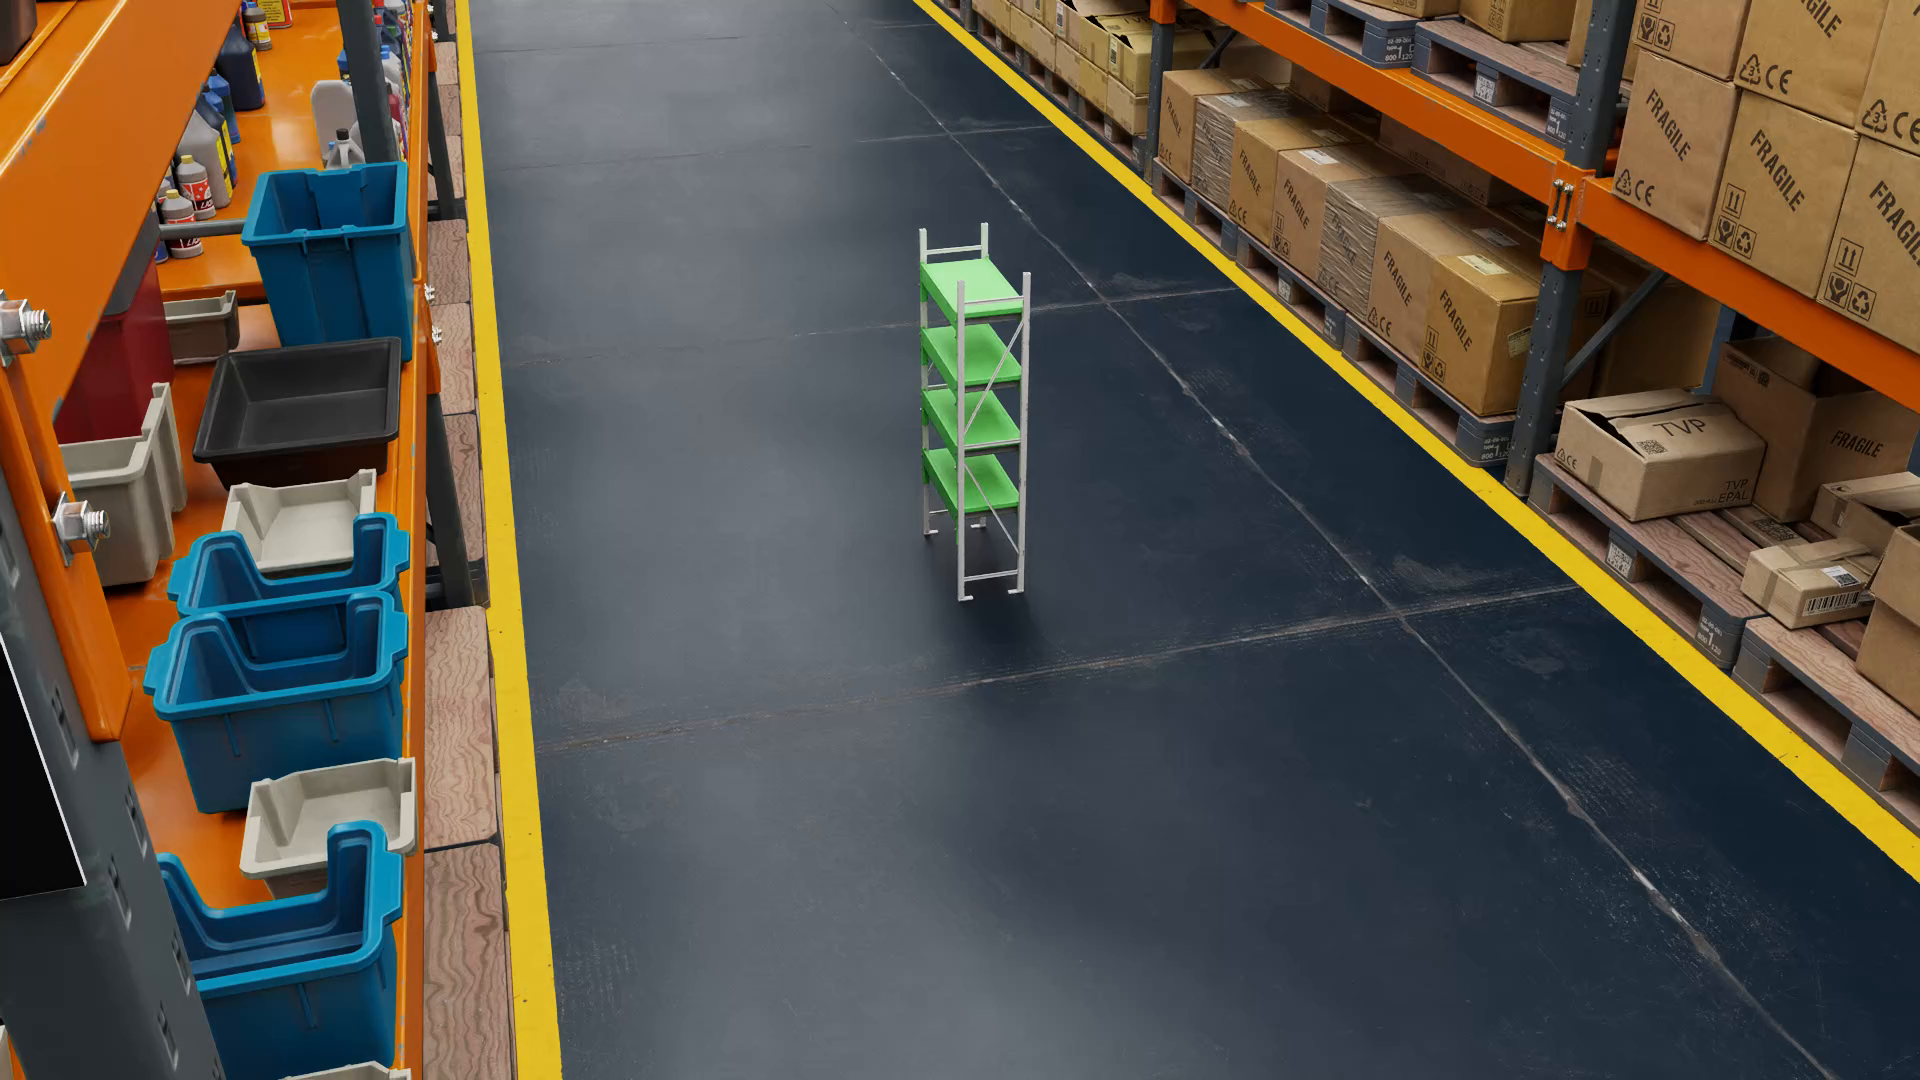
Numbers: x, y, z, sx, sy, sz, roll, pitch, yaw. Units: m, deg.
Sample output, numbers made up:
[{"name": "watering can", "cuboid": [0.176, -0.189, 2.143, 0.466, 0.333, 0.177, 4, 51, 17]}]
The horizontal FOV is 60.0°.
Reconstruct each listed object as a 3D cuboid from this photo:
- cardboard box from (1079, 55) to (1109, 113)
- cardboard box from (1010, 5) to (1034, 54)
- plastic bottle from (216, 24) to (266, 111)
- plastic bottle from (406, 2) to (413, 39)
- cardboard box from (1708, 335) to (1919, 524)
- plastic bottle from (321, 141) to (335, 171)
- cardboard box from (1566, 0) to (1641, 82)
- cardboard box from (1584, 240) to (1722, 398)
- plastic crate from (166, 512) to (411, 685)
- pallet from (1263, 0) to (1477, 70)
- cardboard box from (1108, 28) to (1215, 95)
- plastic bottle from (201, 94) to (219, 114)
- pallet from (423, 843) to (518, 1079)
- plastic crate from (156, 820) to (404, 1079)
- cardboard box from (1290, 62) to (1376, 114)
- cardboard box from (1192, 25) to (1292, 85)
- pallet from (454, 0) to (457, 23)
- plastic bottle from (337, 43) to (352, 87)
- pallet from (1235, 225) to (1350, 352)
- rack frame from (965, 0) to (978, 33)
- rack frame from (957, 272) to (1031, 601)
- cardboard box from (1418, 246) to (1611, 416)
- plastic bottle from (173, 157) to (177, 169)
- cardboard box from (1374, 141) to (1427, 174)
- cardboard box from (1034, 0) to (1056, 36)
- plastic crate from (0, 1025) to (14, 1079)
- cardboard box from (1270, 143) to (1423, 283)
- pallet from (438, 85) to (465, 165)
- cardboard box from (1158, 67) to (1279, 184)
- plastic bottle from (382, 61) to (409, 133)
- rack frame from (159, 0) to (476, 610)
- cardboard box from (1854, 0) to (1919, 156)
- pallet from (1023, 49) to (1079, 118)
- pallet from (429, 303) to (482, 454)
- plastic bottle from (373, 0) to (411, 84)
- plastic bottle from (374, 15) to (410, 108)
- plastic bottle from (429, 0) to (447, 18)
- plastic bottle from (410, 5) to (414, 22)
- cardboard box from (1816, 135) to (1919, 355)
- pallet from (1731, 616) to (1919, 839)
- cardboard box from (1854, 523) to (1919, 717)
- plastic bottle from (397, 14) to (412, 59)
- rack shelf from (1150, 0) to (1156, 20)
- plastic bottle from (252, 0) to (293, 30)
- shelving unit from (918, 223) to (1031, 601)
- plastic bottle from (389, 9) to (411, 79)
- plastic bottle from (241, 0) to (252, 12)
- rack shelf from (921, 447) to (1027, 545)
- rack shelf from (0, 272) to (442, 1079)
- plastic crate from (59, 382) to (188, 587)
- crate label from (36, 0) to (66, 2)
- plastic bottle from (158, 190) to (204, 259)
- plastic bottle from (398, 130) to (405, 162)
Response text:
[{"name": "cardboard box", "cuboid": [1.083, -2.947, 10.672, 0.500, 0.250, 0.500, -8, 31, -14]}, {"name": "cardboard box", "cuboid": [0.679, -3.684, 11.946, 0.500, 0.250, 0.500, -9, 31, -15]}, {"name": "plastic bottle", "cuboid": [-2.858, -1.892, 6.574, 0.144, 0.351, 0.185, -8, 31, -13]}, {"name": "plastic bottle", "cuboid": [-2.560, -2.387, 7.577, 0.097, 0.201, 0.097, 0, 30, 0]}, {"name": "cardboard box", "cuboid": [3.084, -0.424, 6.044, 0.500, 0.500, 0.500, -8, 31, -13]}, {"name": "plastic bottle", "cuboid": [-2.085, -1.235, 5.588, 0.097, 0.201, 0.097, 0, 30, 0]}, {"name": "cardboard box", "cuboid": [2.750, -2.036, 6.255, 0.700, 0.500, 0.500, -19, 35, -30]}, {"name": "cardboard box", "cuboid": [2.766, -0.927, 6.914, 0.500, 0.500, 0.500, -9, 31, -16]}, {"name": "plastic crate", "cuboid": [-1.233, 0.138, 3.124, 0.416, 0.233, 0.300, -8, 31, -13]}, {"name": "pallet", "cuboid": [2.119, -2.463, 7.703, 1.003, 0.211, 1.213, -8, 31, -13]}, {"name": "cardboard box", "cuboid": [1.222, -2.939, 10.100, 0.500, 0.311, 0.500, -7, 31, -12]}, {"name": "plastic bottle", "cuboid": [-2.649, -1.433, 5.860, 0.097, 0.271, 0.097, 0, 30, 0]}, {"name": "pallet", "cuboid": [-1.557, 1.251, 3.878, 1.003, 0.211, 1.213, -8, 31, -13]}, {"name": "plastic crate", "cuboid": [-0.978, 0.601, 2.324, 0.416, 0.233, 0.300, -8, 31, -13]}, {"name": "cardboard box", "cuboid": [2.092, -2.471, 8.832, 0.500, 0.250, 0.500, -7, 31, -11]}, {"name": "cardboard box", "cuboid": [1.742, -3.011, 10.224, 0.500, 0.311, 0.500, -7, 31, -12]}, {"name": "pallet", "cuboid": [-4.706, -4.473, 13.768, 1.003, 0.211, 1.213, -8, 31, -13]}, {"name": "plastic bottle", "cuboid": [-2.375, -1.808, 6.508, 0.097, 0.271, 0.097, 0, 30, 0]}, {"name": "pallet", "cuboid": [2.080, -1.324, 8.327, 1.003, 0.211, 1.213, -8, 31, -13]}, {"name": "rack frame", "cuboid": [0.536, -5.417, 12.614, 1.000, 3.000, 0.127, -8, 31, -13]}, {"name": "rack frame", "cuboid": [0.109, -0.321, 5.608, 0.240, 1.200, 0.015, -8, 31, -13]}, {"name": "cardboard box", "cuboid": [2.252, -0.862, 6.800, 0.500, 0.500, 0.500, -8, 31, -14]}, {"name": "plastic bottle", "cuboid": [-2.676, -1.275, 5.508, 0.144, 0.351, 0.185, -8, 31, -13]}, {"name": "cardboard box", "cuboid": [2.355, -1.670, 8.197, 0.500, 0.500, 0.500, -9, 31, -15]}, {"name": "cardboard box", "cuboid": [0.815, -3.676, 11.373, 0.500, 0.311, 0.500, -7, 31, -12]}, {"name": "plastic crate", "cuboid": [-1.446, 0.754, 2.156, 0.396, 0.136, 0.243, -8, 31, -13]}, {"name": "cardboard box", "cuboid": [1.859, -1.589, 8.057, 0.500, 0.500, 0.500, -9, 31, -15]}, {"name": "pallet", "cuboid": [-3.667, -2.589, 10.511, 1.003, 0.211, 1.213, -8, 31, -13]}, {"name": "cardboard box", "cuboid": [1.443, -2.335, 9.347, 0.500, 0.500, 0.500, -7, 31, -11]}, {"name": "plastic bottle", "cuboid": [-2.180, -1.676, 6.275, 0.152, 0.276, 0.135, -8, 31, -13]}, {"name": "rack frame", "cuboid": [-2.117, -0.896, 4.804, 1.000, 3.000, 0.127, -8, 31, -13]}, {"name": "cardboard box", "cuboid": [2.787, -1.266, 4.346, 0.500, 0.500, 0.500, -9, 31, -15]}, {"name": "pallet", "cuboid": [1.097, -3.269, 11.687, 1.003, 0.211, 1.213, -8, 31, -13]}, {"name": "pallet", "cuboid": [-2.609, -0.658, 7.176, 1.003, 0.211, 1.213, -8, 31, -13]}, {"name": "plastic bottle", "cuboid": [-2.355, -2.034, 6.818, 0.144, 0.351, 0.185, -8, 31, -13]}, {"name": "plastic bottle", "cuboid": [-2.270, -1.880, 6.553, 0.144, 0.351, 0.185, -8, 31, -13]}, {"name": "plastic bottle", "cuboid": [-4.015, -4.136, 12.681, 0.152, 0.276, 0.135, -7, 31, -11]}, {"name": "plastic bottle", "cuboid": [-2.647, -2.545, 7.851, 0.097, 0.201, 0.097, 0, 30, 0]}, {"name": "cardboard box", "cuboid": [2.802, -0.825, 4.581, 0.500, 0.500, 0.500, -8, 31, -14]}, {"name": "pallet", "cuboid": [3.168, 0.576, 5.044, 1.003, 0.211, 1.213, -8, 31, -13]}, {"name": "cardboard box", "cuboid": [3.163, 0.244, 4.887, 0.797, 0.503, 0.637, -8, 31, -13]}, {"name": "plastic bottle", "cuboid": [-2.457, -2.199, 7.253, 0.097, 0.201, 0.097, 0, 30, 0]}, {"name": "rack shelf", "cuboid": [1.067, -4.139, 11.125, 1.077, 0.370, 4.000, -8, 31, -13]}, {"name": "plastic bottle", "cuboid": [-3.229, -2.543, 7.772, 0.152, 0.276, 0.135, -8, 31, -13]}, {"name": "shelving unit", "cuboid": [0.044, -0.439, 5.811, 0.258, 1.200, 0.503, -8, 31, -13]}, {"name": "plastic bottle", "cuboid": [-2.357, -2.087, 6.977, 0.061, 0.283, 0.133, -8, 31, -13]}, {"name": "plastic bottle", "cuboid": [-3.376, -2.522, 7.737, 0.152, 0.276, 0.135, -8, 31, -13]}, {"name": "rack shelf", "cuboid": [0.044, -0.176, 5.964, 0.258, 0.148, 0.480, -8, 31, -13]}, {"name": "rack shelf", "cuboid": [-1.586, 0.381, 3.315, 1.077, 0.370, 4.000, -8, 31, -13]}, {"name": "plastic crate", "cuboid": [-1.889, -0.109, 3.502, 0.437, 0.282, 0.530, -8, 31, -13]}, {"name": "crate label", "cuboid": [-0.989, -0.687, 1.596, 0.408, 0.251, 0.502, -8, 31, -13]}, {"name": "plastic bottle", "cuboid": [-2.418, -0.983, 5.152, 0.097, 0.201, 0.097, 0, 30, 0]}, {"name": "plastic bottle", "cuboid": [-2.000, -1.368, 5.817, 0.097, 0.201, 0.097, 0, 30, 0]}]
